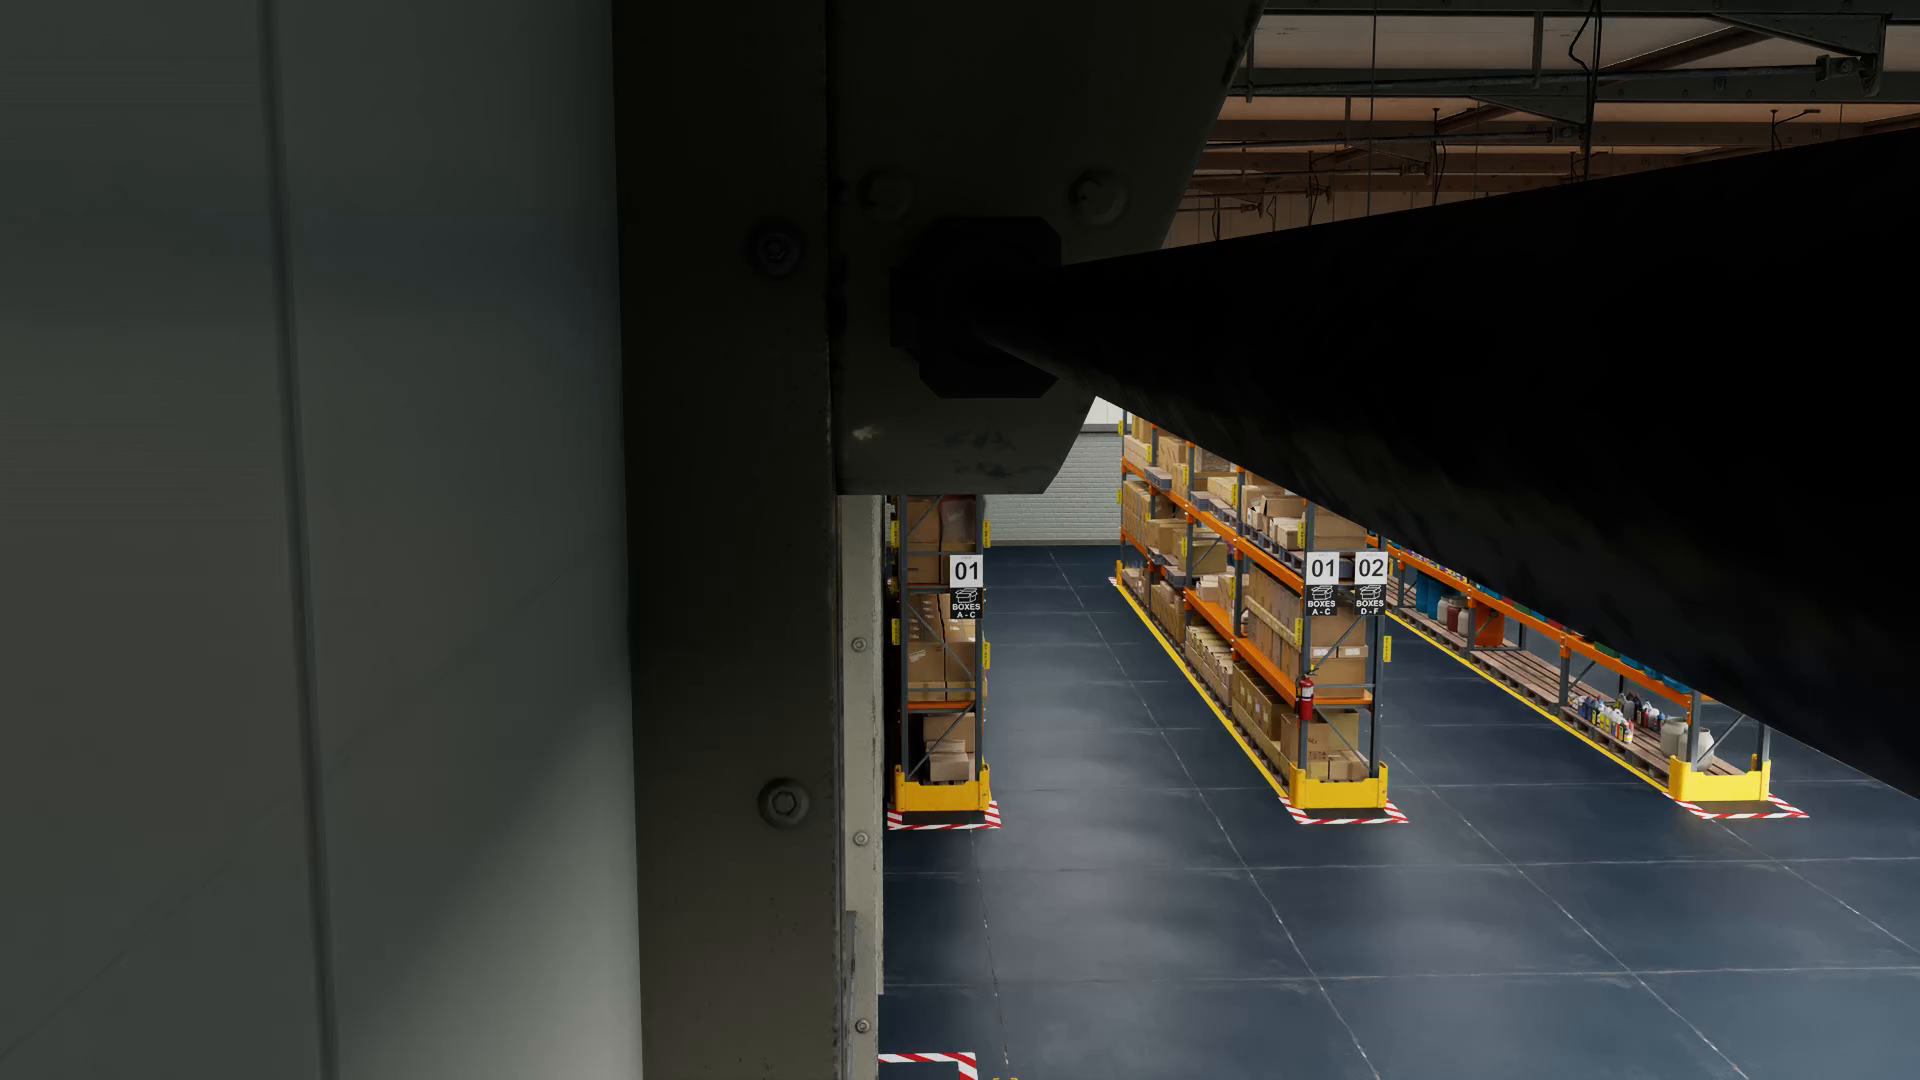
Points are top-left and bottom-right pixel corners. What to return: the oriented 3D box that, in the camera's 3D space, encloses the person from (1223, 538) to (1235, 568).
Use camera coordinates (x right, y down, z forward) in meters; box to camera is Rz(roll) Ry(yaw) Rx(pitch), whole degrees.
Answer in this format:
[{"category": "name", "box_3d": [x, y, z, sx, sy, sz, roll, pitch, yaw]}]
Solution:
[{"category": "person", "box_3d": [5.869, 0.321, 35.513, 0.536, 1.624, 0.684, -1, 9, -9]}]
